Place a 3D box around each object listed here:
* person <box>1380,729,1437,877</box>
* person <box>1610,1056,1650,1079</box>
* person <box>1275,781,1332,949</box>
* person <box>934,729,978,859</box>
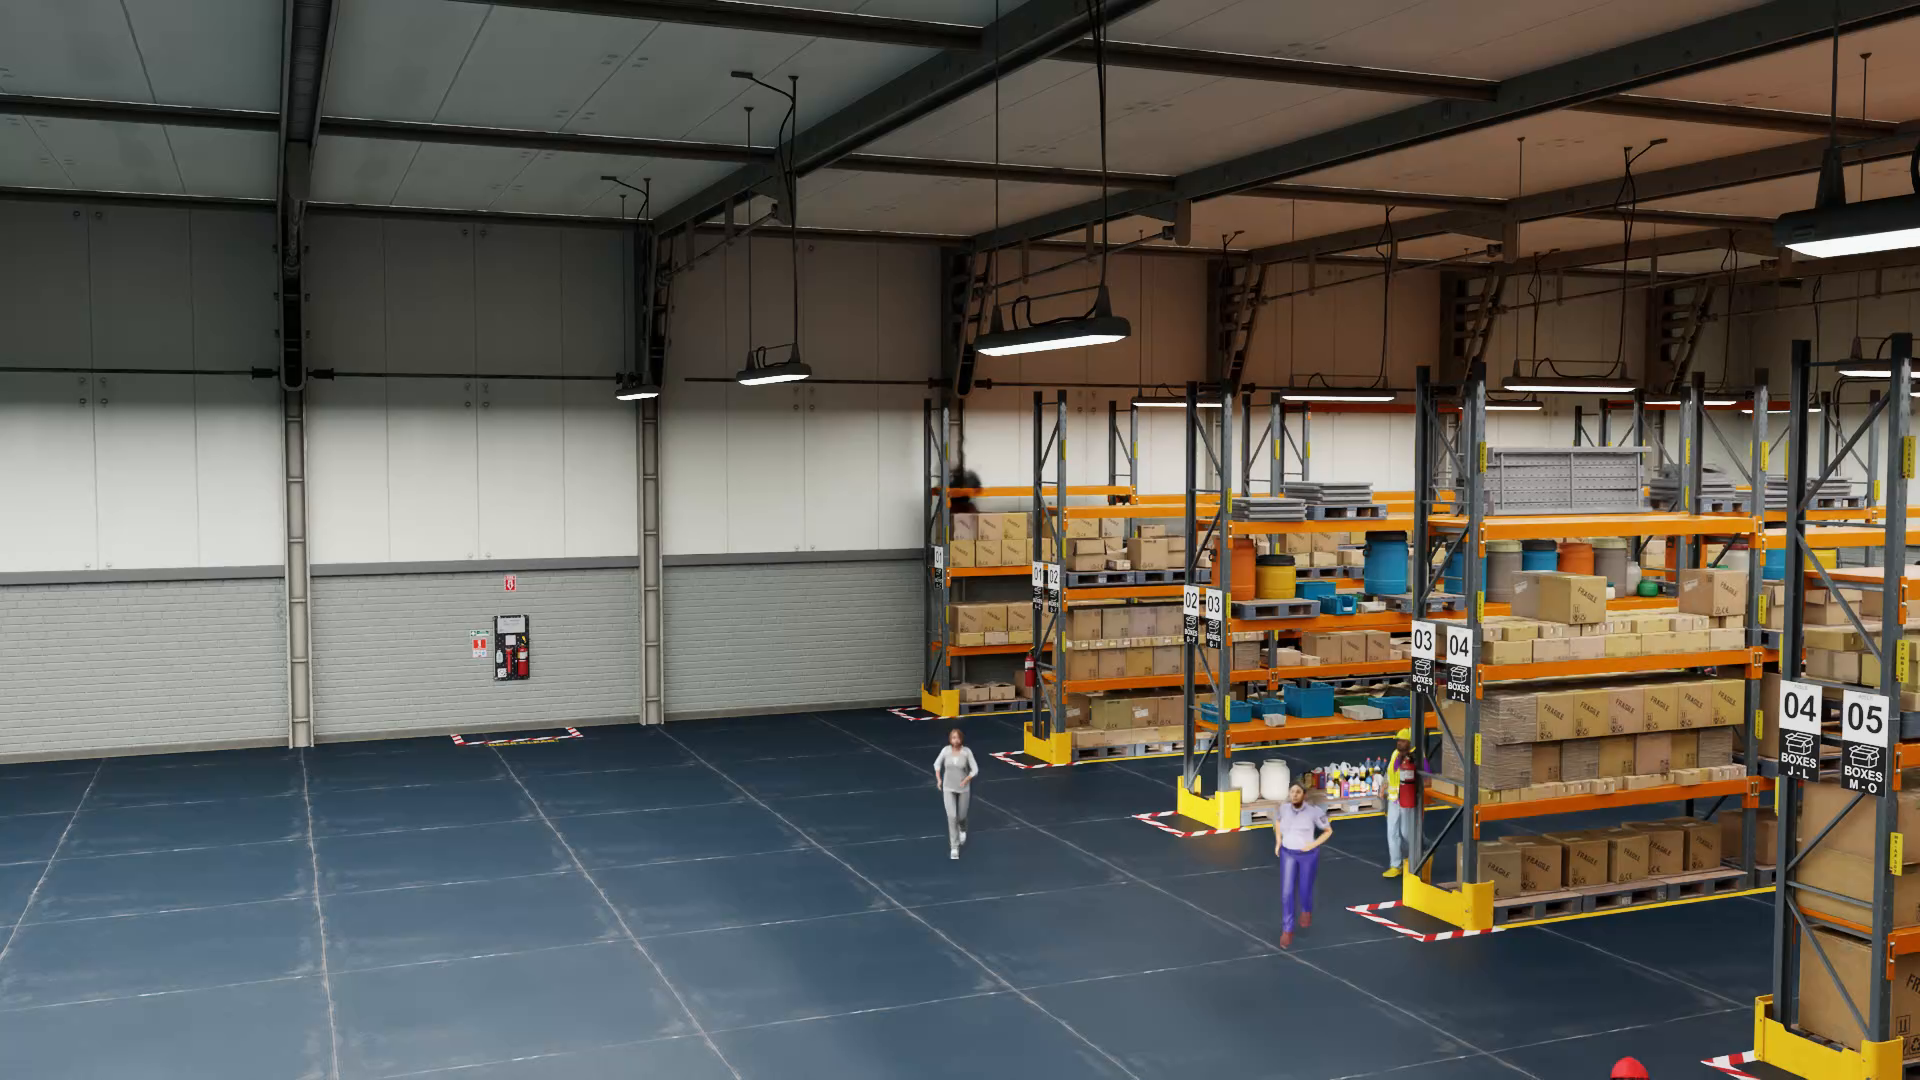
[{"bbox_3d":[5.341,3.115,19.850,0.790,1.747,0.723,-2,4,-32],"label":"person"},{"bbox_3d":[3.657,3.740,9.074,0.635,1.809,0.681,2,4,24],"label":"person"},{"bbox_3d":[3.555,3.325,17.272,0.617,1.679,0.818,1,4,24],"label":"person"},{"bbox_3d":[-0.052,3.142,20.832,0.558,1.586,0.750,0,3,2],"label":"person"}]
